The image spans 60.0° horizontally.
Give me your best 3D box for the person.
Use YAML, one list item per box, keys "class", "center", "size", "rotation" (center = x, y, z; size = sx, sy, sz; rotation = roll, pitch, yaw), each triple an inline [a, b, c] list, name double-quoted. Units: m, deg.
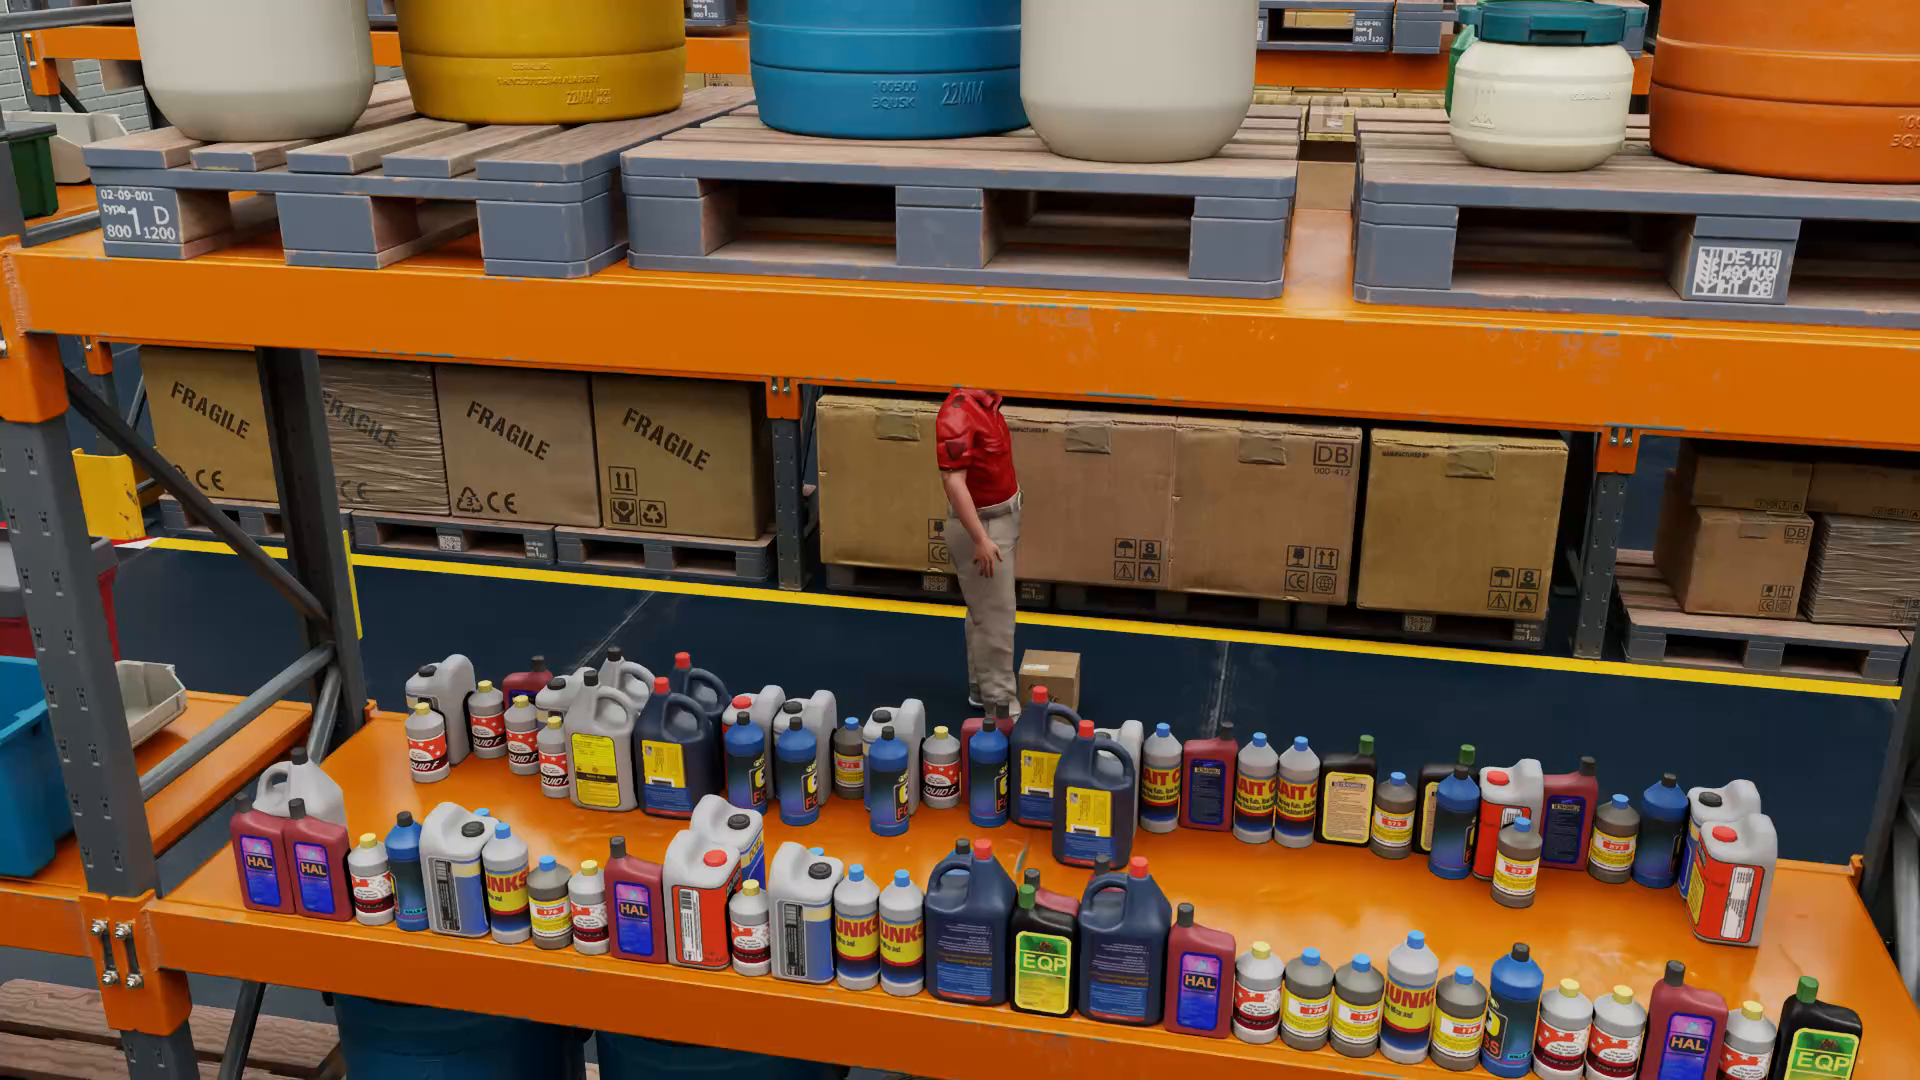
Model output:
- class: "person"
  center: [0.194, -0.034, 7.170]
  size: [0.550, 1.727, 0.640]
  rotation: [4, 22, 9]
